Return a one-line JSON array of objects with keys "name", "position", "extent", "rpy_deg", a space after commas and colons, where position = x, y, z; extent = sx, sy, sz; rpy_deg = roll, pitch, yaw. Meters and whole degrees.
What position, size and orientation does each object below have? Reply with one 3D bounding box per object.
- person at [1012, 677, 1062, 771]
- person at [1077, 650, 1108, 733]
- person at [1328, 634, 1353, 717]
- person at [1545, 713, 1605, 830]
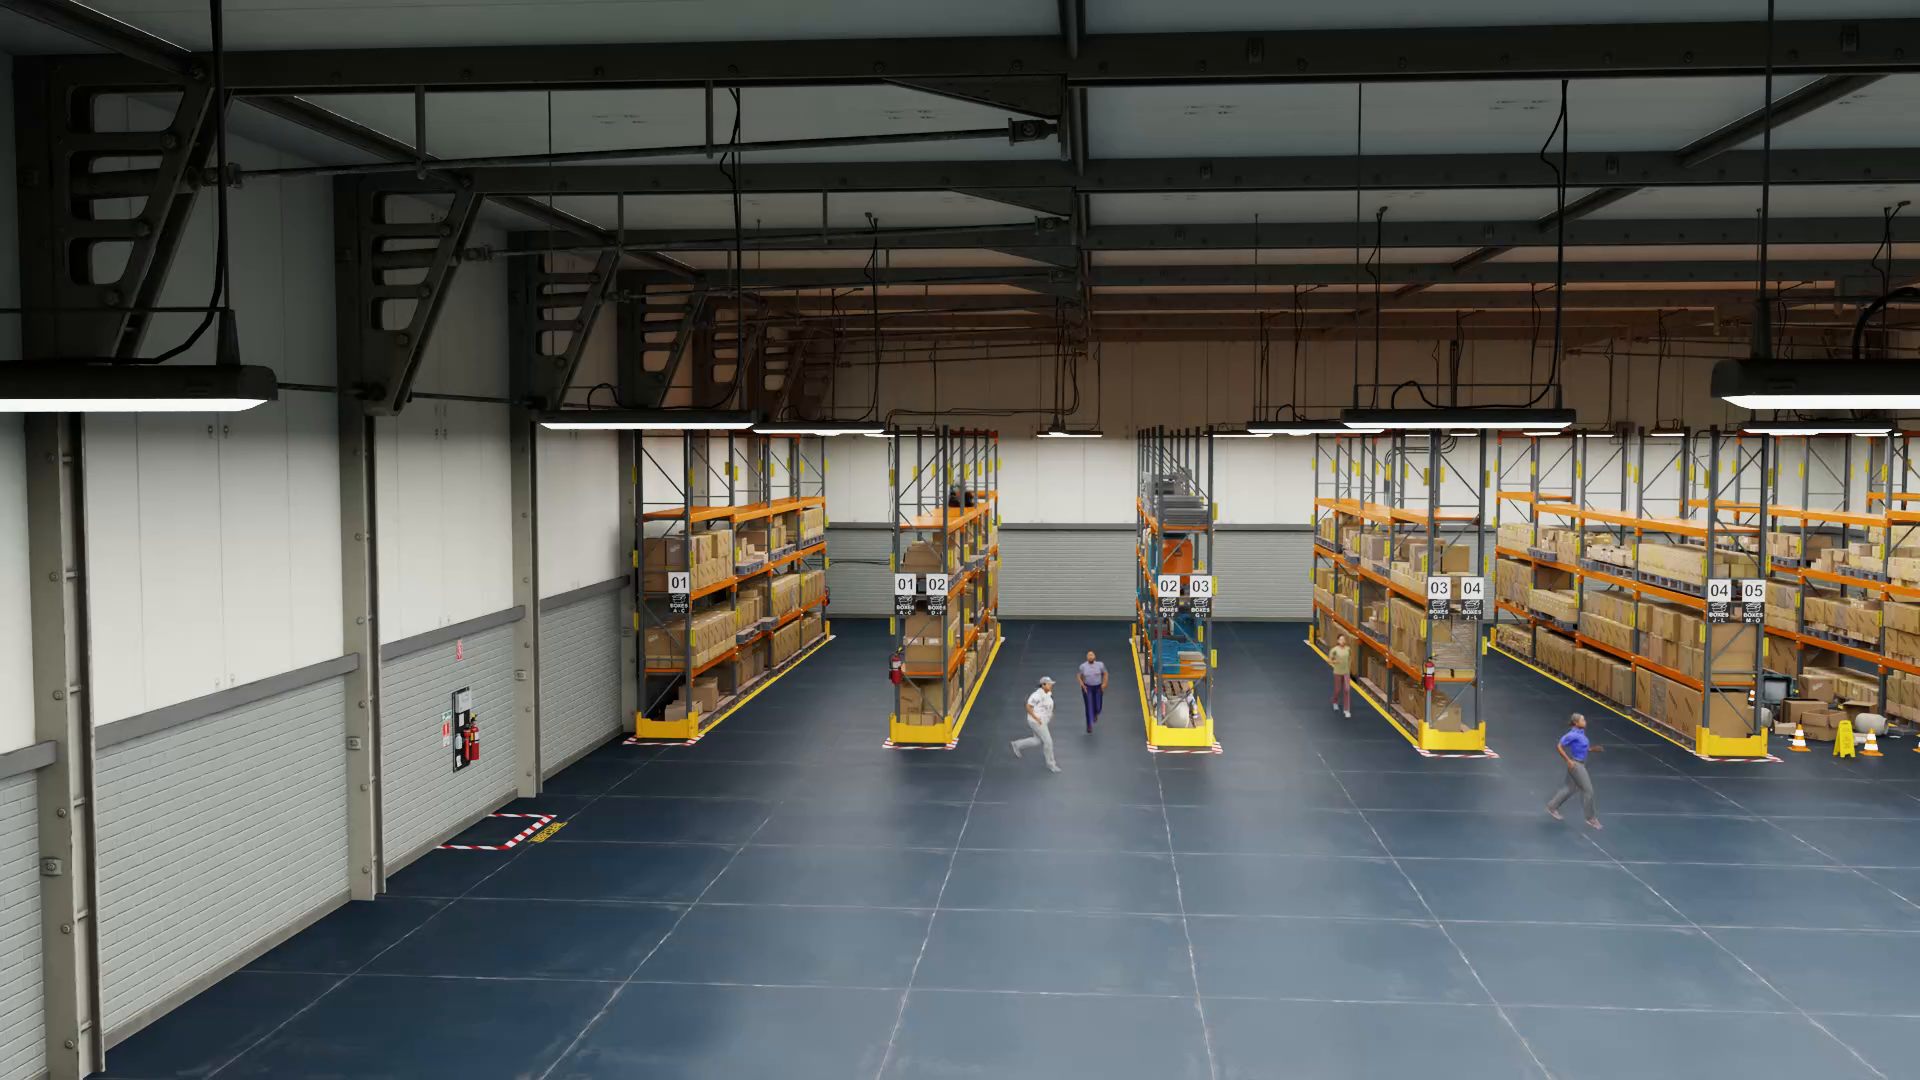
[{"name": "person", "position": [1.323, 3.191, 28.954], "extent": [0.974, 1.666, 0.605], "rpy_deg": [2, 4, 25]}, {"name": "person", "position": [2.608, 2.964, 32.722], "extent": [0.615, 1.617, 0.625], "rpy_deg": [0, 3, 3]}, {"name": "person", "position": [7.917, 2.786, 34.542], "extent": [0.574, 1.673, 0.951], "rpy_deg": [0, 3, -3]}, {"name": "person", "position": [9.122, 3.401, 24.606], "extent": [0.851, 1.689, 0.563], "rpy_deg": [2, 4, 26]}]
